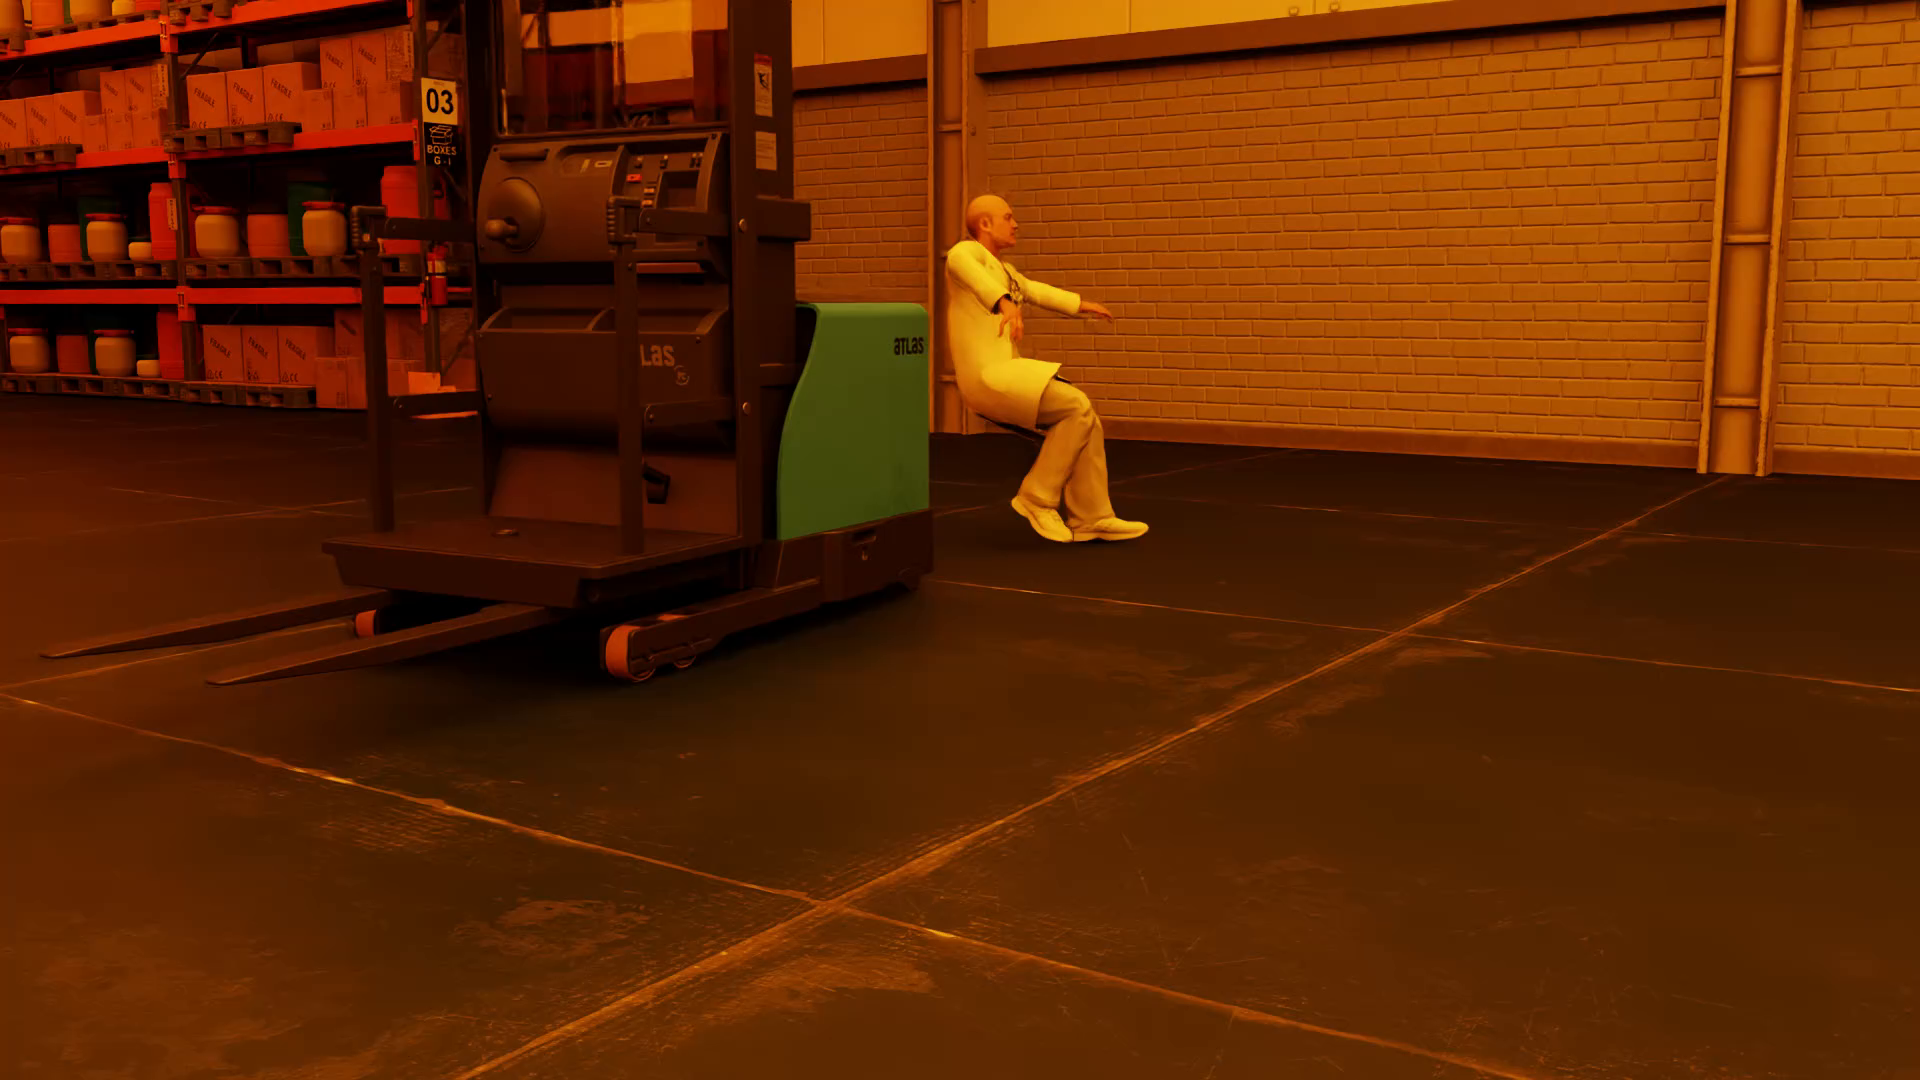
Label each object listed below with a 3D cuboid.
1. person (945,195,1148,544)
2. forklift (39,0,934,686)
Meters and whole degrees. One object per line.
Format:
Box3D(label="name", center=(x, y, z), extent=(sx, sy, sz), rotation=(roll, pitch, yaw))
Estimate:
Box3D(label="person", center=(0.395, -0.749, 7.382), extent=(0.894, 1.546, 1.198), rotation=(1, 8, 9))
Box3D(label="forklift", center=(-1.242, -1.117, 5.049), extent=(1.130, 2.935, 3.031), rotation=(4, 9, 28))
